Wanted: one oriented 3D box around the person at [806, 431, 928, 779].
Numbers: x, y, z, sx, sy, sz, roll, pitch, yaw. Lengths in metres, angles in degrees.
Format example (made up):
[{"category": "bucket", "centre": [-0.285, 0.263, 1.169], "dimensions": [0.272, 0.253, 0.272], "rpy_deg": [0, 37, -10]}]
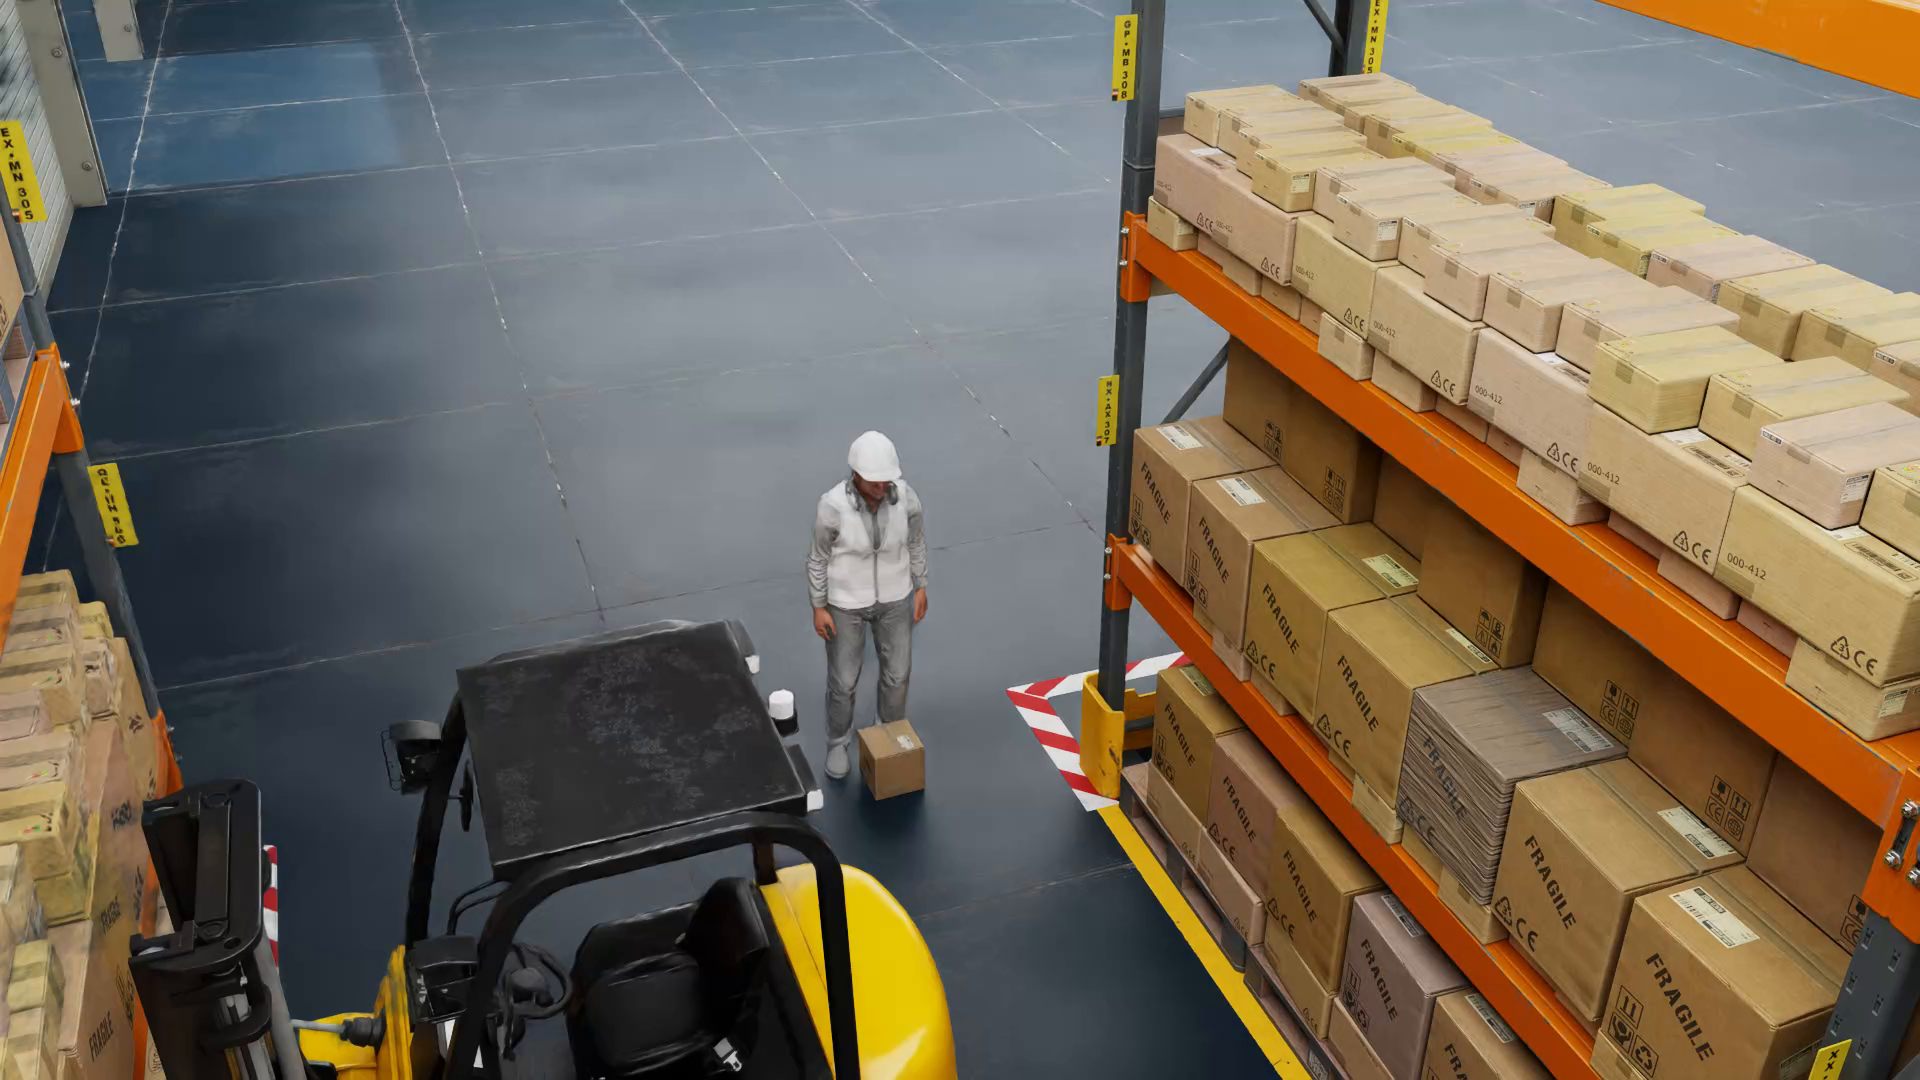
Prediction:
[{"category": "person", "centre": [-0.425, 0.279, 7.830], "dimensions": [0.584, 1.771, 0.466], "rpy_deg": [-11, 31, -18]}]
